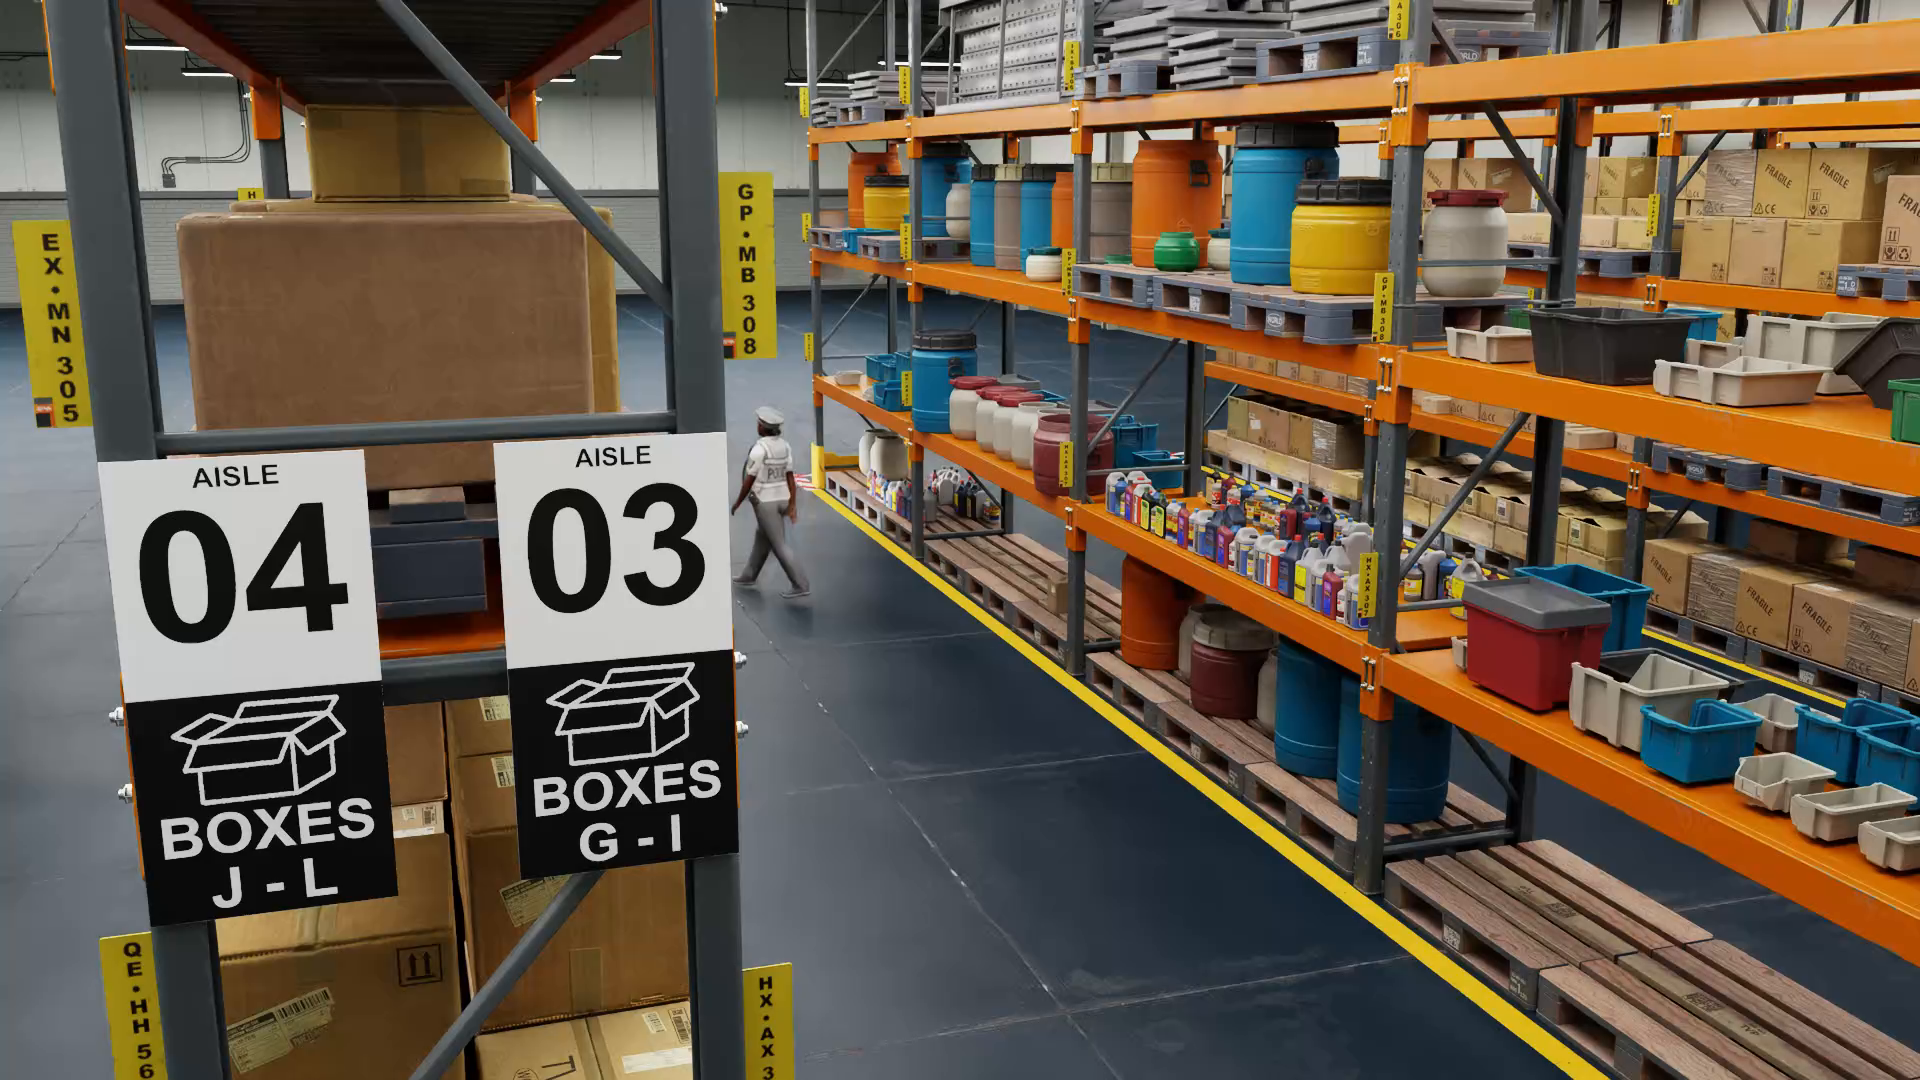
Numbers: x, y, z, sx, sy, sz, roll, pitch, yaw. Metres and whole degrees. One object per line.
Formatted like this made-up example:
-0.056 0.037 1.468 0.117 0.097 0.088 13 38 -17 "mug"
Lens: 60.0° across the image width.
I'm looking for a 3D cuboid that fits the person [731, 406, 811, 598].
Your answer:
-1.708 -0.344 14.392 0.980 1.634 0.442 7 15 30 "person"
